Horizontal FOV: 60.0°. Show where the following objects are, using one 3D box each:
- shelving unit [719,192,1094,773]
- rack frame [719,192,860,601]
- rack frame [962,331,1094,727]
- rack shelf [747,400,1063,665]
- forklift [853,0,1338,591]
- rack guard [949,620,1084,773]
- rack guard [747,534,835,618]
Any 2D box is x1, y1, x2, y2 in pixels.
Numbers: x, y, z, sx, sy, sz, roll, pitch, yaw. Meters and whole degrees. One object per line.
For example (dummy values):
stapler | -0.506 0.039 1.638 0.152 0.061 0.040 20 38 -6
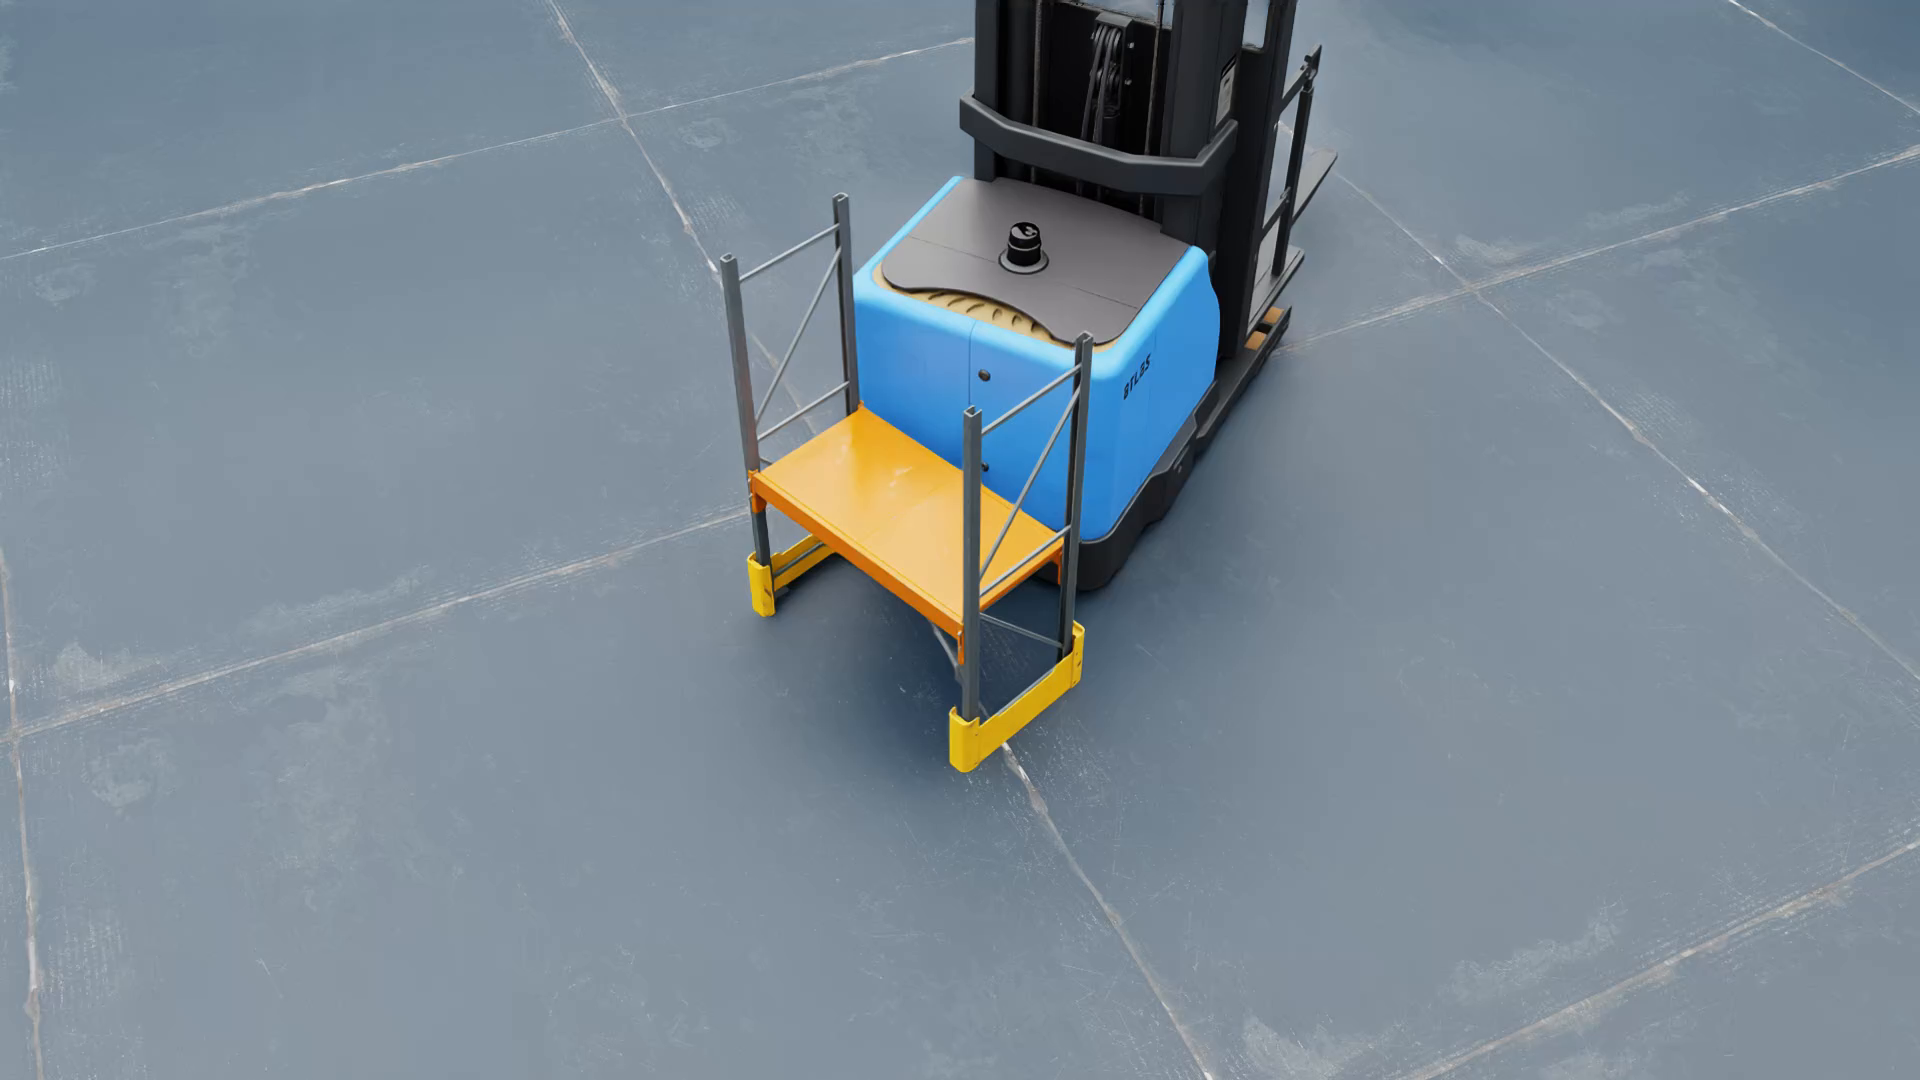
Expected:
shelving unit | -0.164 -0.172 5.357 1.083 1.500 0.587 34 54 30
rack frame | -0.534 -0.426 5.614 0.032 1.500 0.500 34 54 30
rack frame | 0.193 0.073 5.108 0.032 1.500 0.500 34 54 30
rack shelf | -0.171 -0.049 5.488 1.000 0.185 0.538 34 54 30
forklift | 0.750 -1.893 6.082 1.130 2.935 3.031 21 48 20
rack guard | 0.192 0.517 5.548 0.087 0.250 0.587 34 54 30
rack guard | -0.520 0.028 6.044 0.087 0.250 0.587 34 54 30
